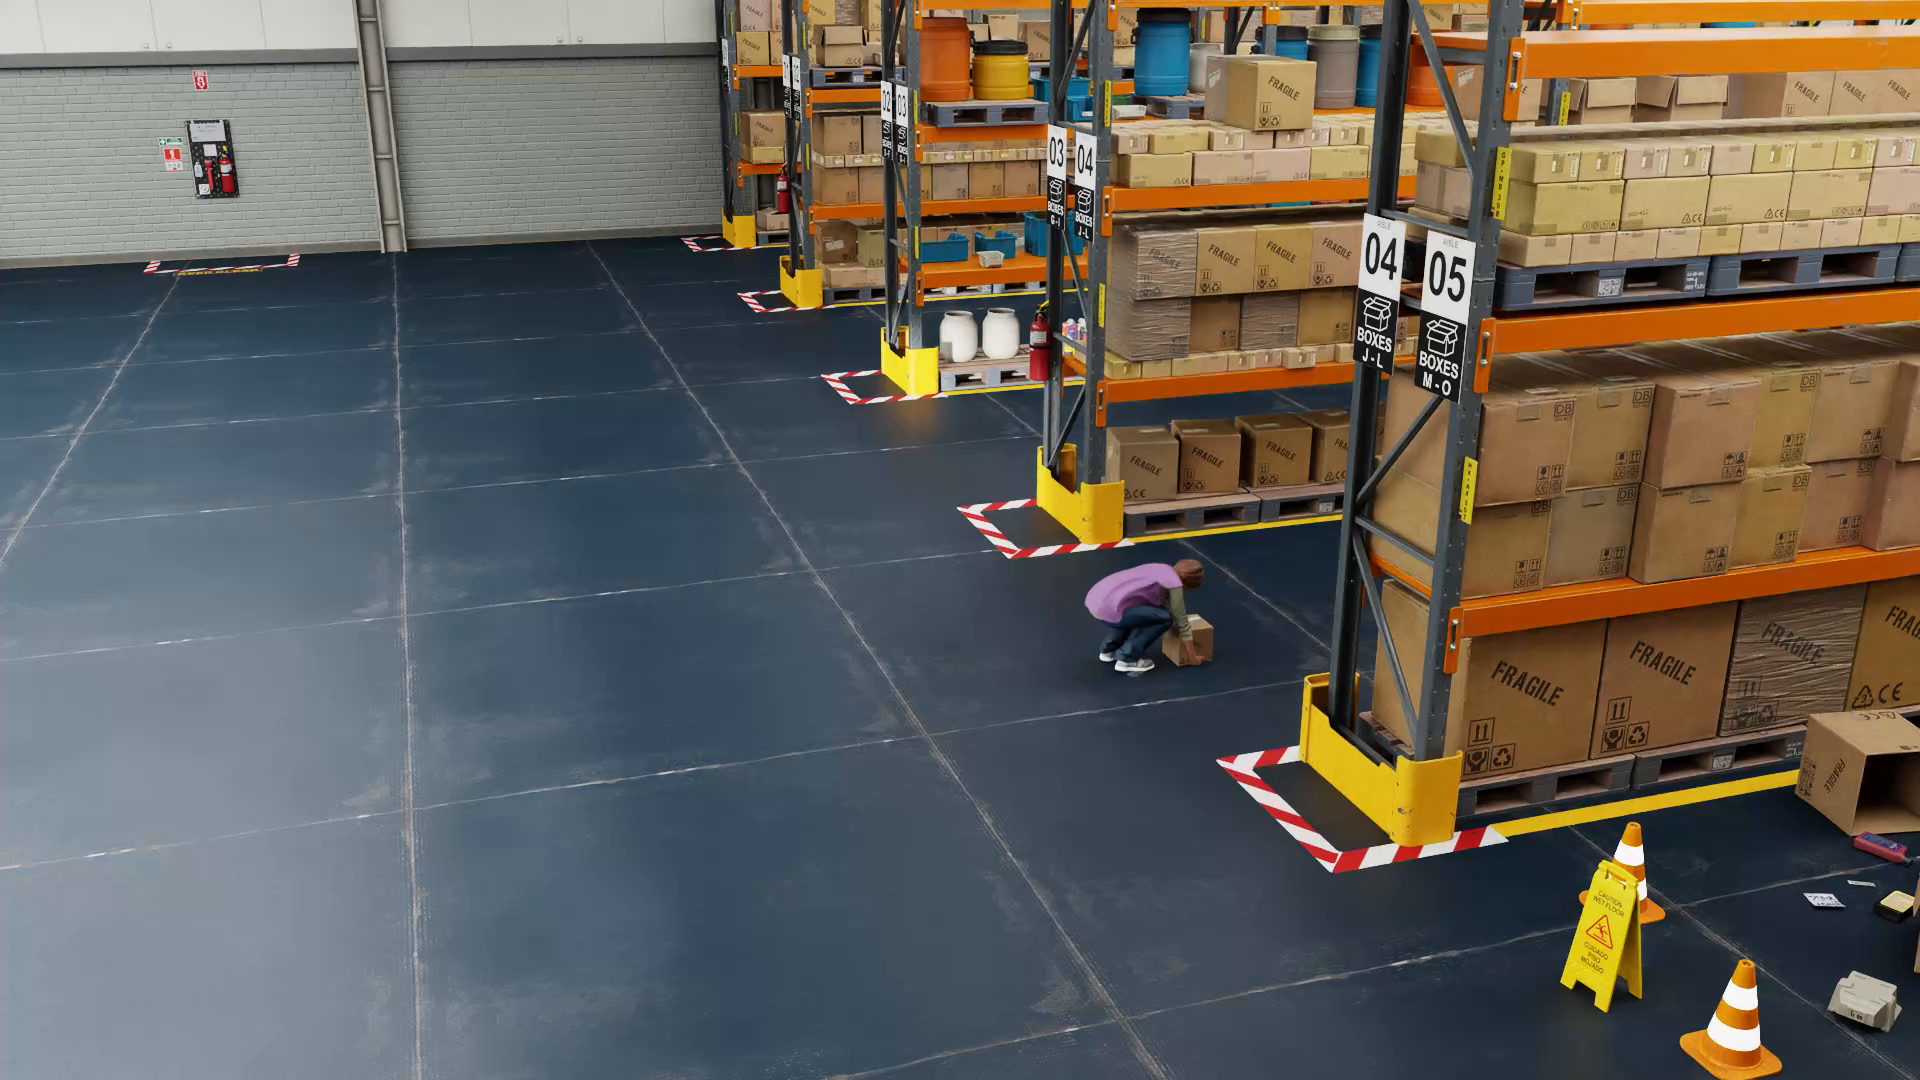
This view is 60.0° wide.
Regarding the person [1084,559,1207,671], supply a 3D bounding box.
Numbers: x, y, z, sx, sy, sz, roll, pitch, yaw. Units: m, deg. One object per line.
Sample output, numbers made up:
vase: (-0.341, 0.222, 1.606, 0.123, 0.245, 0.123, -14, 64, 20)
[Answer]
person: (1.233, 0.511, 11.053, 0.858, 0.695, 0.419, -7, 21, -18)
